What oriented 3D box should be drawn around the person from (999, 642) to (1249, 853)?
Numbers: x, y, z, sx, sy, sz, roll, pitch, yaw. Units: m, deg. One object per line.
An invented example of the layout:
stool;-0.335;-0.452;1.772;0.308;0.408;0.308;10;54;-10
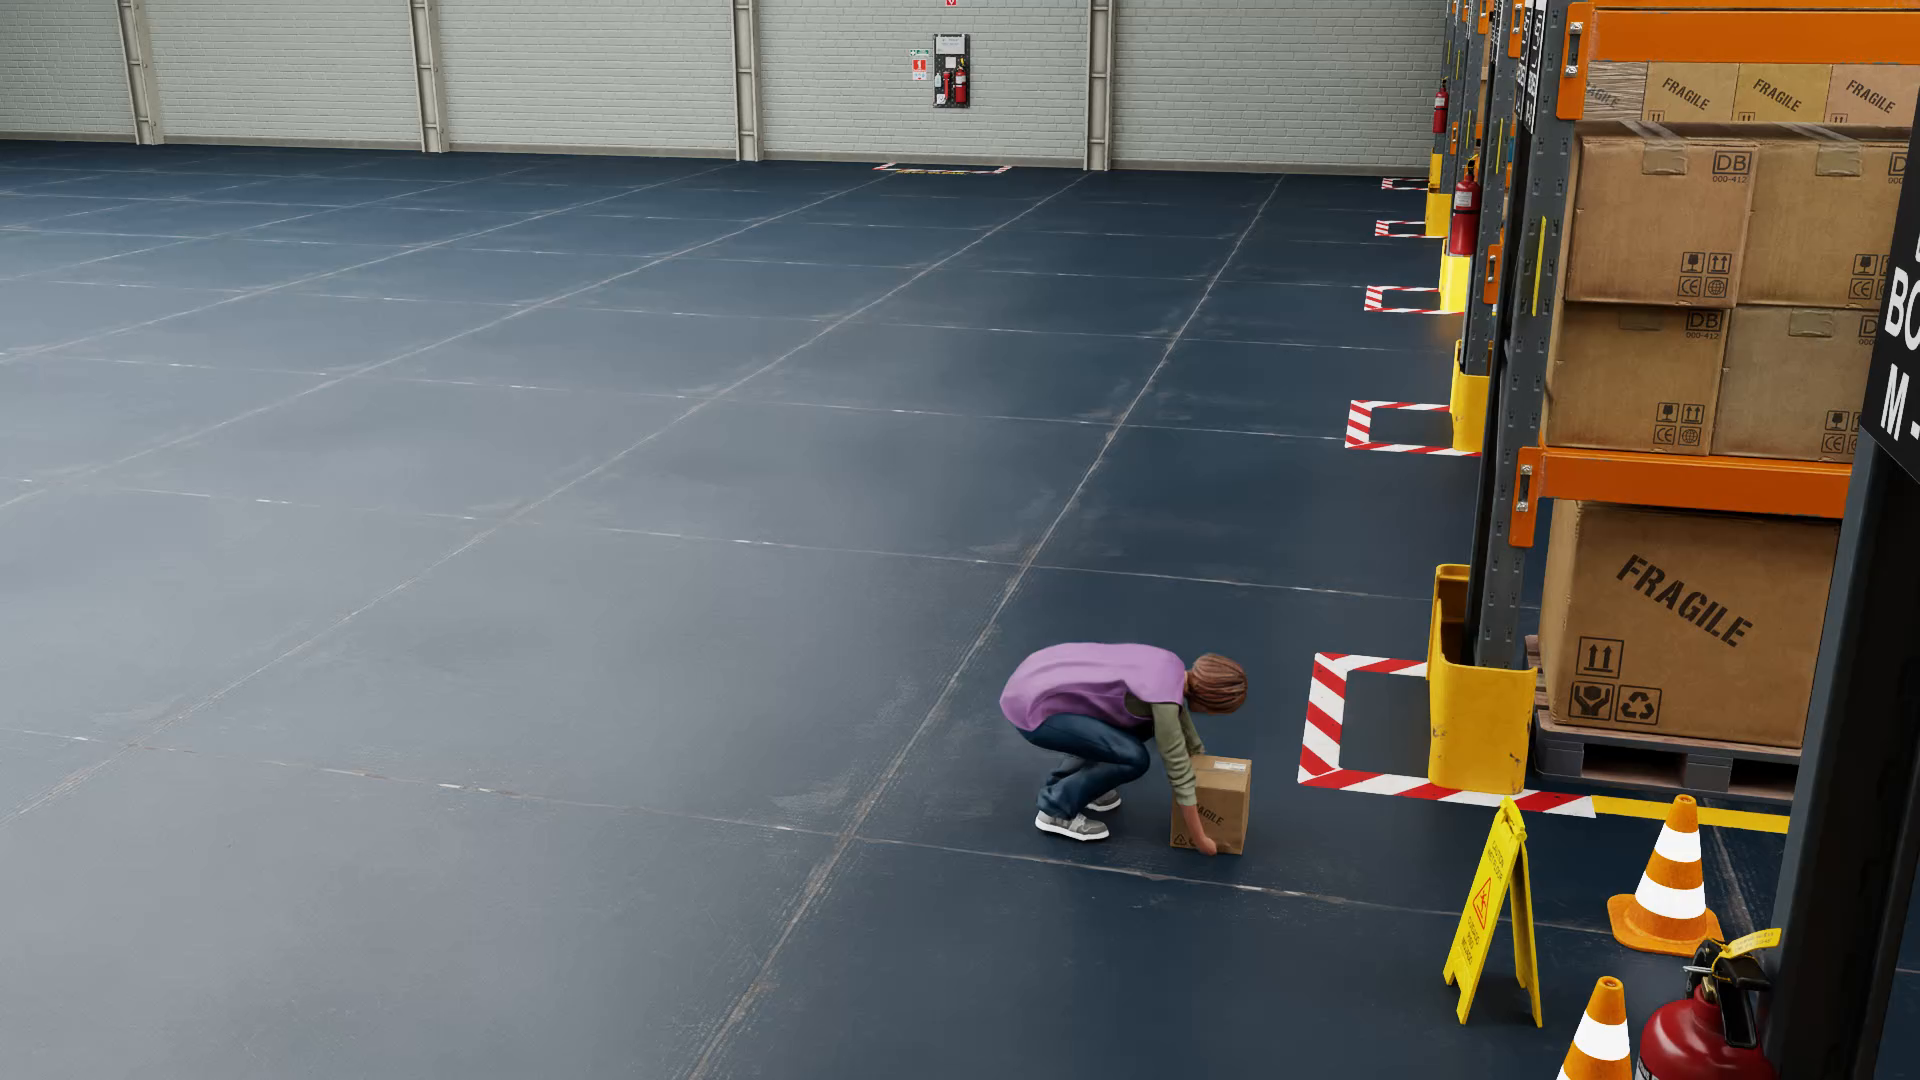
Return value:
person;0.573;0.719;5.916;0.866;0.709;0.421;4;19;12
